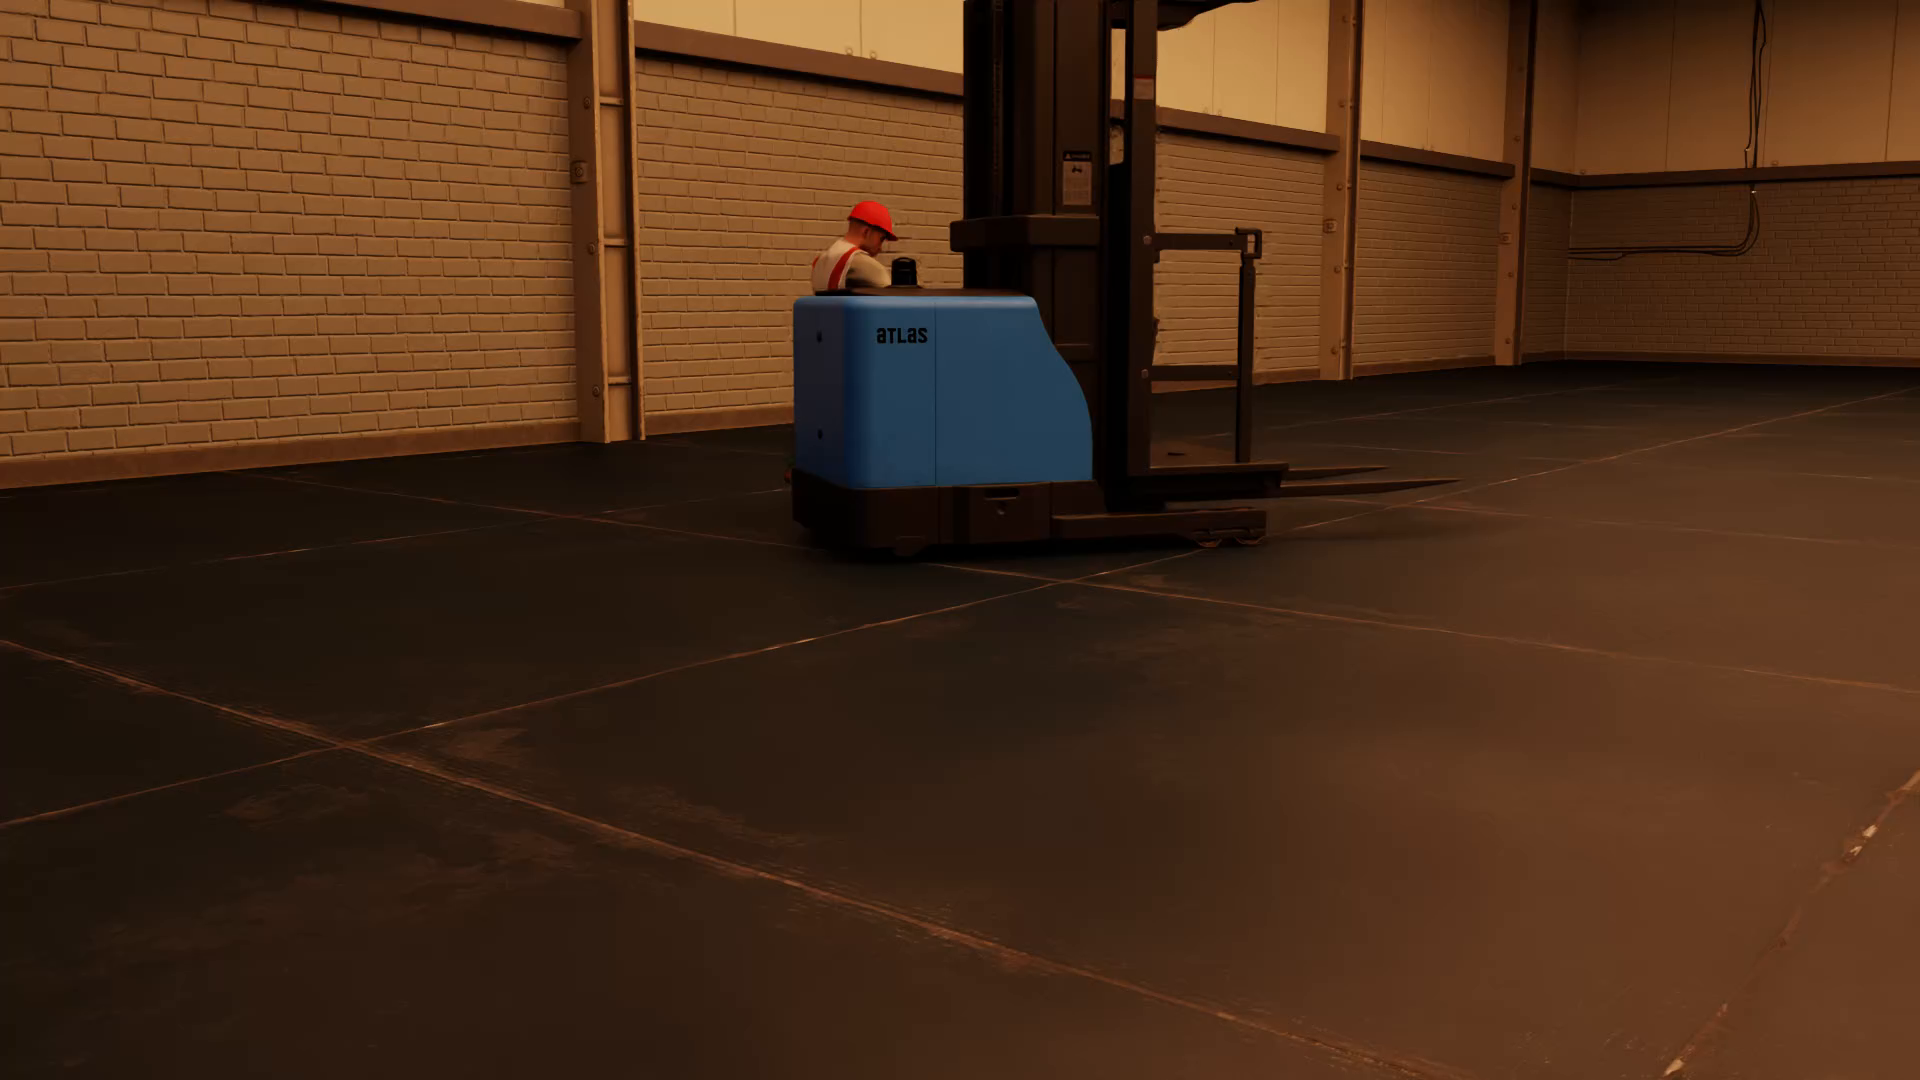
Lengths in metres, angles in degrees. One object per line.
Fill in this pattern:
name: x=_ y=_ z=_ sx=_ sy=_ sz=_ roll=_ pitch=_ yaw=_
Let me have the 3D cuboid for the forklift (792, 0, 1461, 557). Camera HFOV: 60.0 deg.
forklift: x=0.814 y=-1.485 z=7.432 sx=3.031 sy=2.935 sz=1.130 roll=-3 pitch=9 yaw=-19

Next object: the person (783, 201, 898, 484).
person: x=-0.432 y=-0.963 z=8.627 sx=0.720 sy=1.555 sz=1.287 roll=-4 pitch=9 yaw=-28
